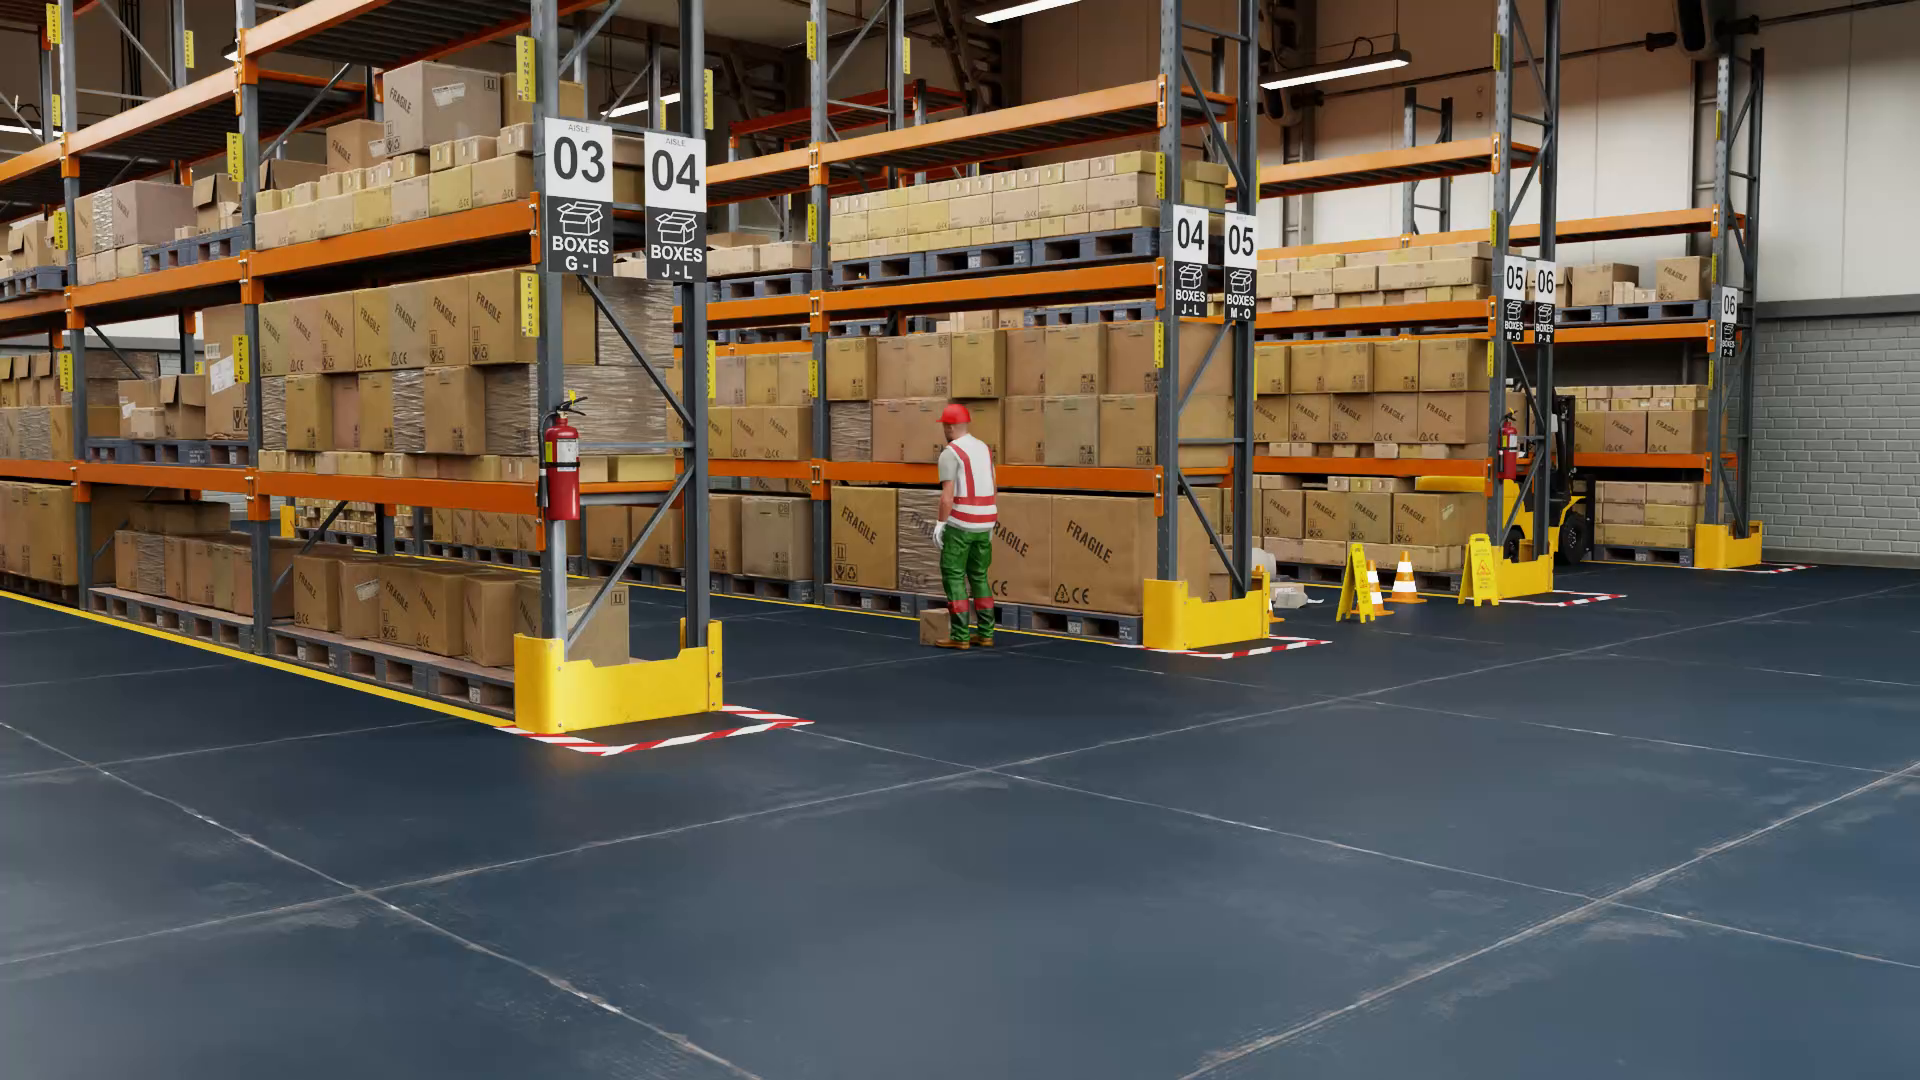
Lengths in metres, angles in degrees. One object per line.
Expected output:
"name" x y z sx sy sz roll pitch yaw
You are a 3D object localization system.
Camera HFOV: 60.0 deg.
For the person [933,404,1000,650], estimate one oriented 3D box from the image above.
"person" 0.039 -0.103 12.137 0.604 1.778 0.453 -4 5 -44
